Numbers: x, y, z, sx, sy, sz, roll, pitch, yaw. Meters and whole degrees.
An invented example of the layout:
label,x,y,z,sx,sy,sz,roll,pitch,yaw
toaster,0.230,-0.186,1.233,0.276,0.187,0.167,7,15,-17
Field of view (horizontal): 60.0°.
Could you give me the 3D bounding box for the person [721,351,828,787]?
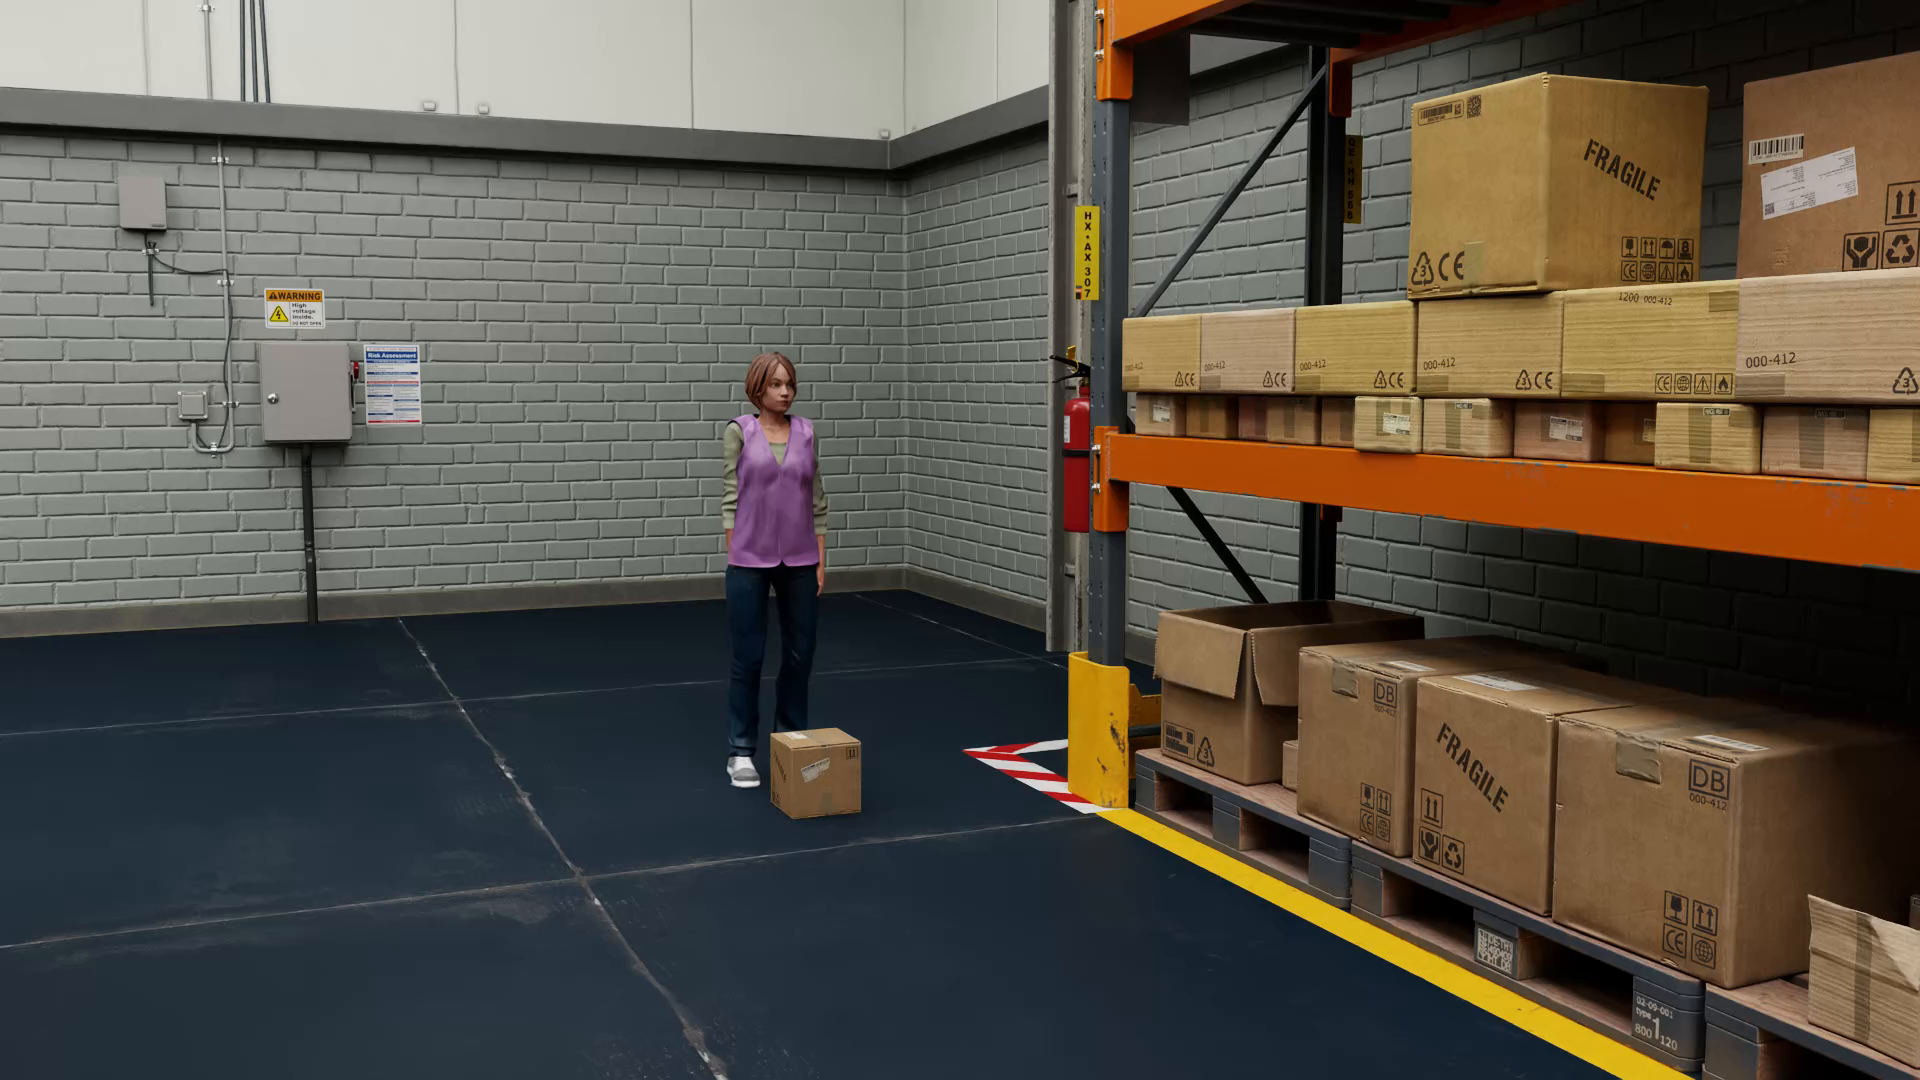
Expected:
label,x,y,z,sx,sy,sz,roll,pitch,yaw
person,-0.680,0.112,6.178,0.405,1.589,0.300,-2,6,-22
